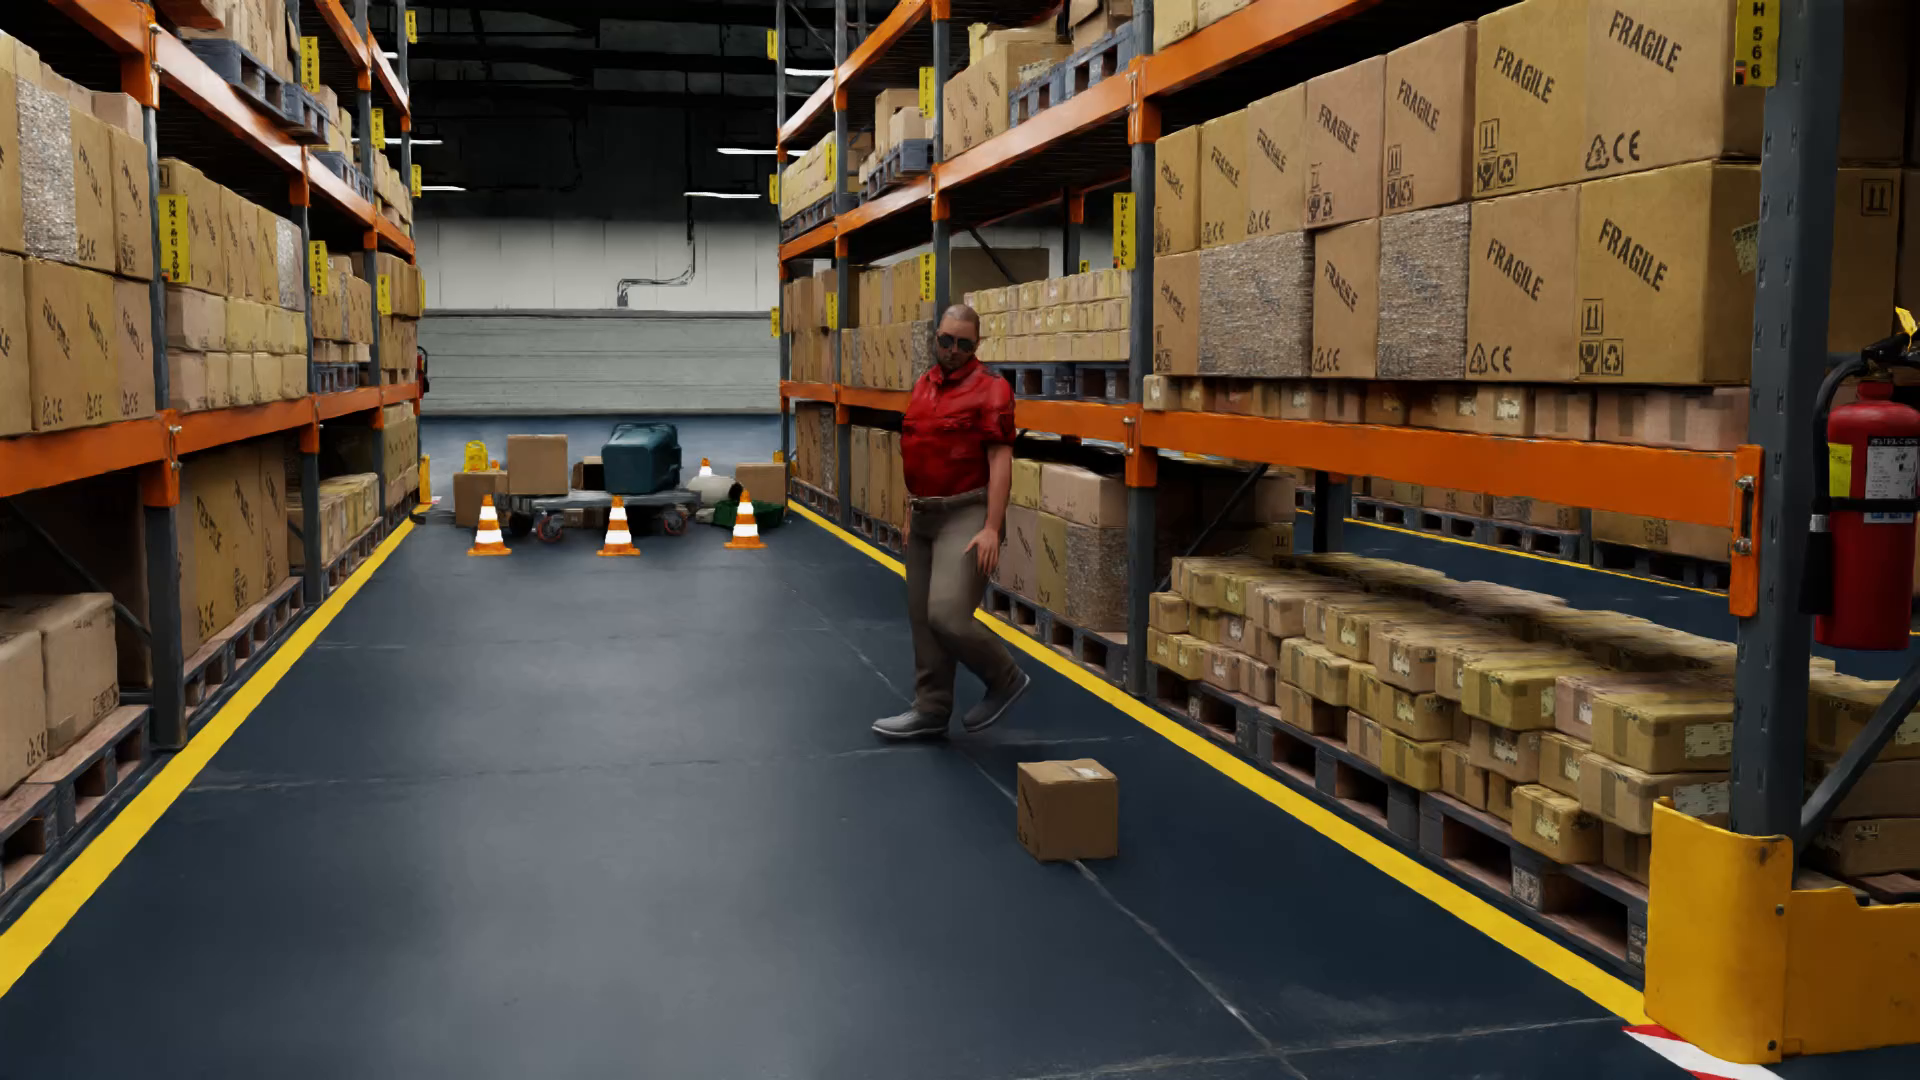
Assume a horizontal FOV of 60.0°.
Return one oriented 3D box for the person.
[{"bbox_3d":[0.007,-0.054,6.463,0.513,1.704,0.630,-5,8,-38],"label":"person"}]
